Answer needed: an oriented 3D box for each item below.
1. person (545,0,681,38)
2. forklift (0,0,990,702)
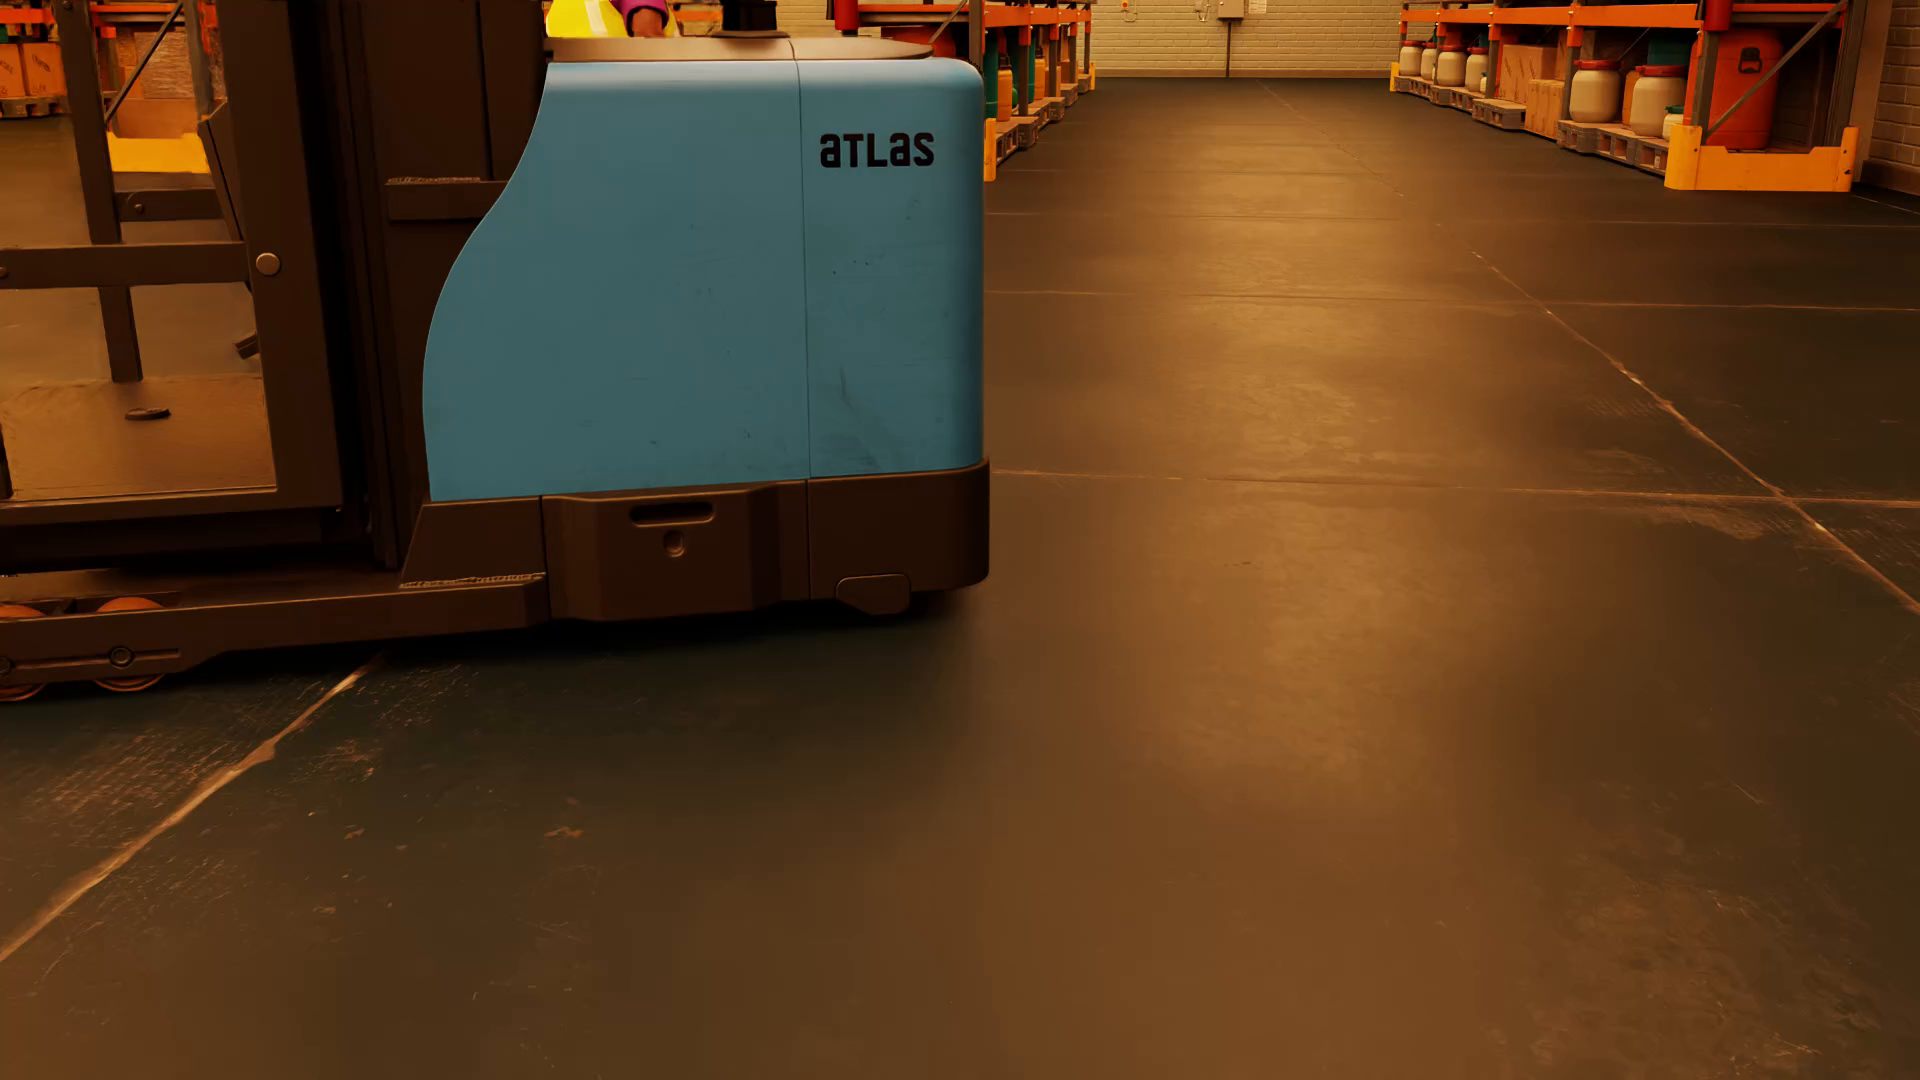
[{"bbox_3d":[-0.893,-1.197,5.082,0.807,1.556,0.797,10,20,30],"label":"person"},{"bbox_3d":[-1.515,-1.288,3.036,3.031,2.935,1.130,-4,18,-13],"label":"forklift"}]
